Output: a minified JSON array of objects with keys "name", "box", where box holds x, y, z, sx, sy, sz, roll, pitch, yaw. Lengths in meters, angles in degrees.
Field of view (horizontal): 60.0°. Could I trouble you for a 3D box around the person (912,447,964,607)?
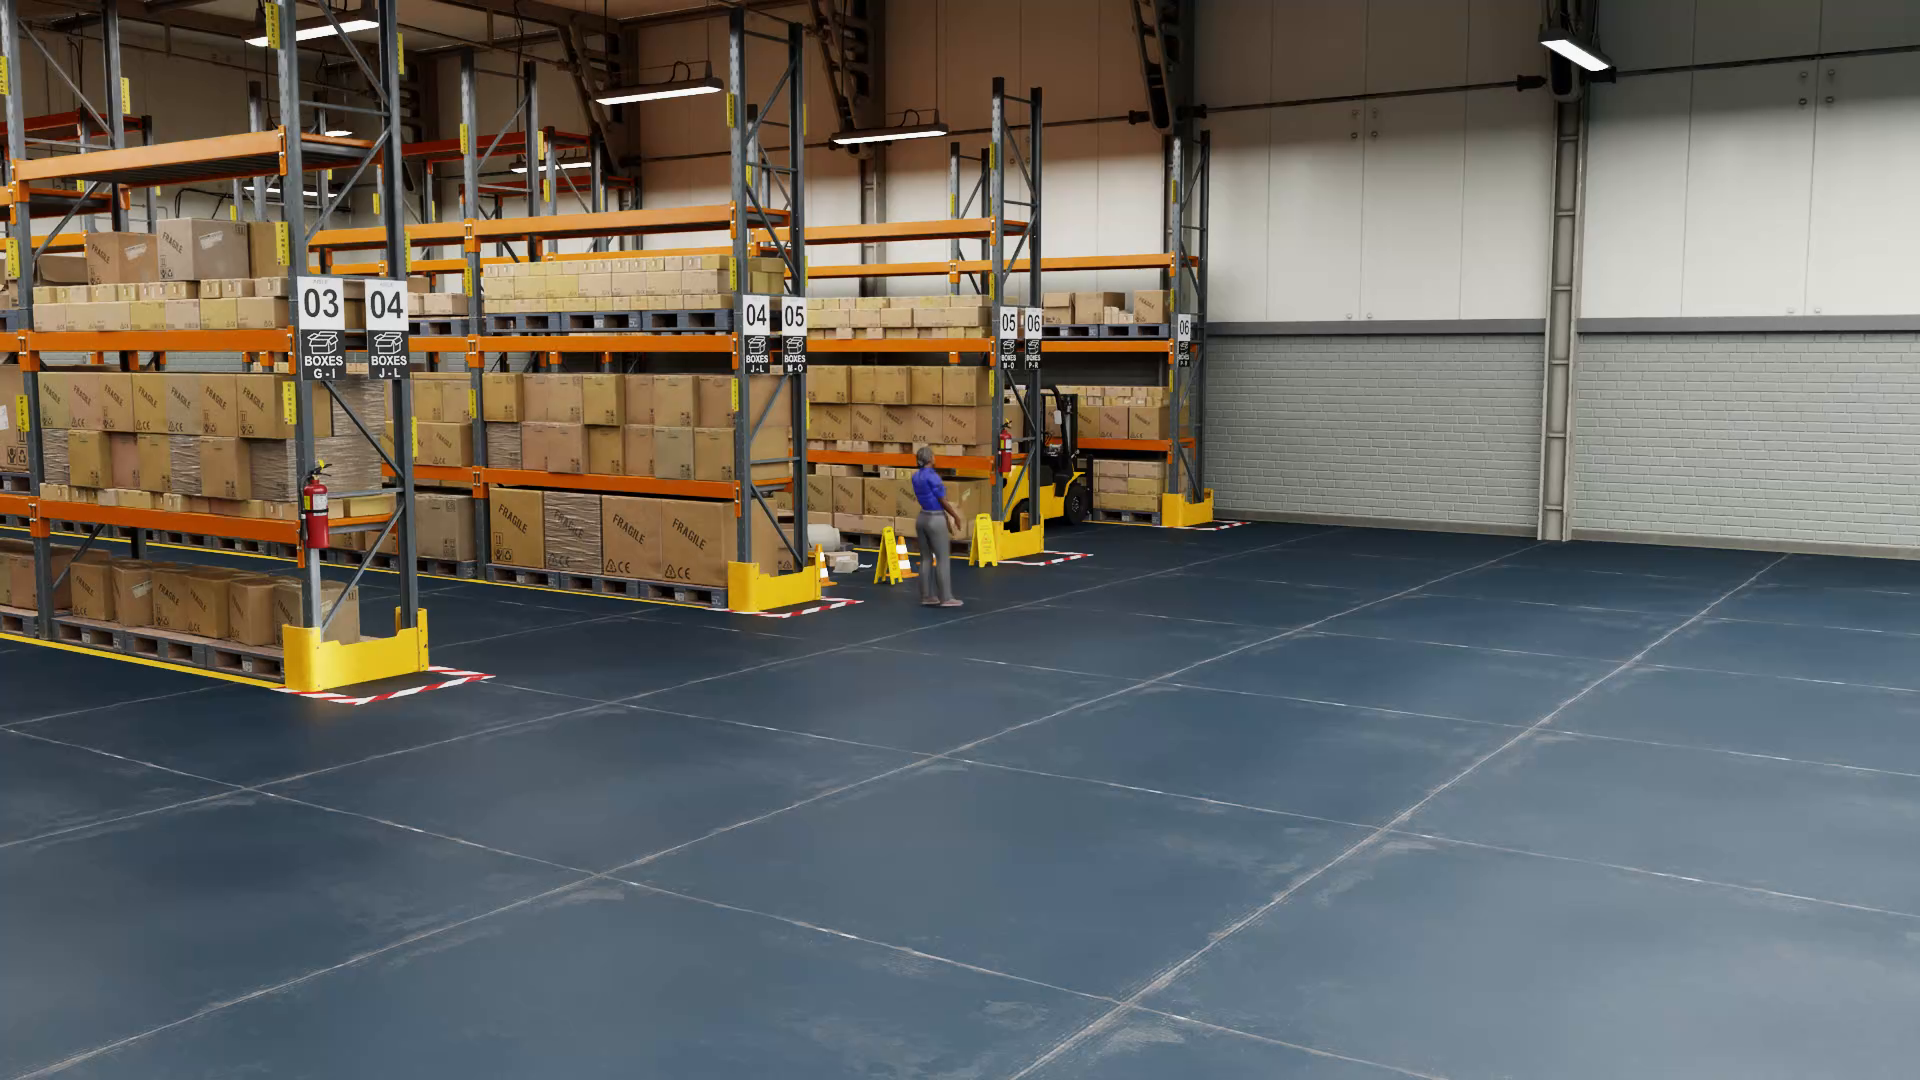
[{"name":"person","box":[-0.245,-0.143,17.283,0.475,1.657,0.475,-5,8,-35]}]
